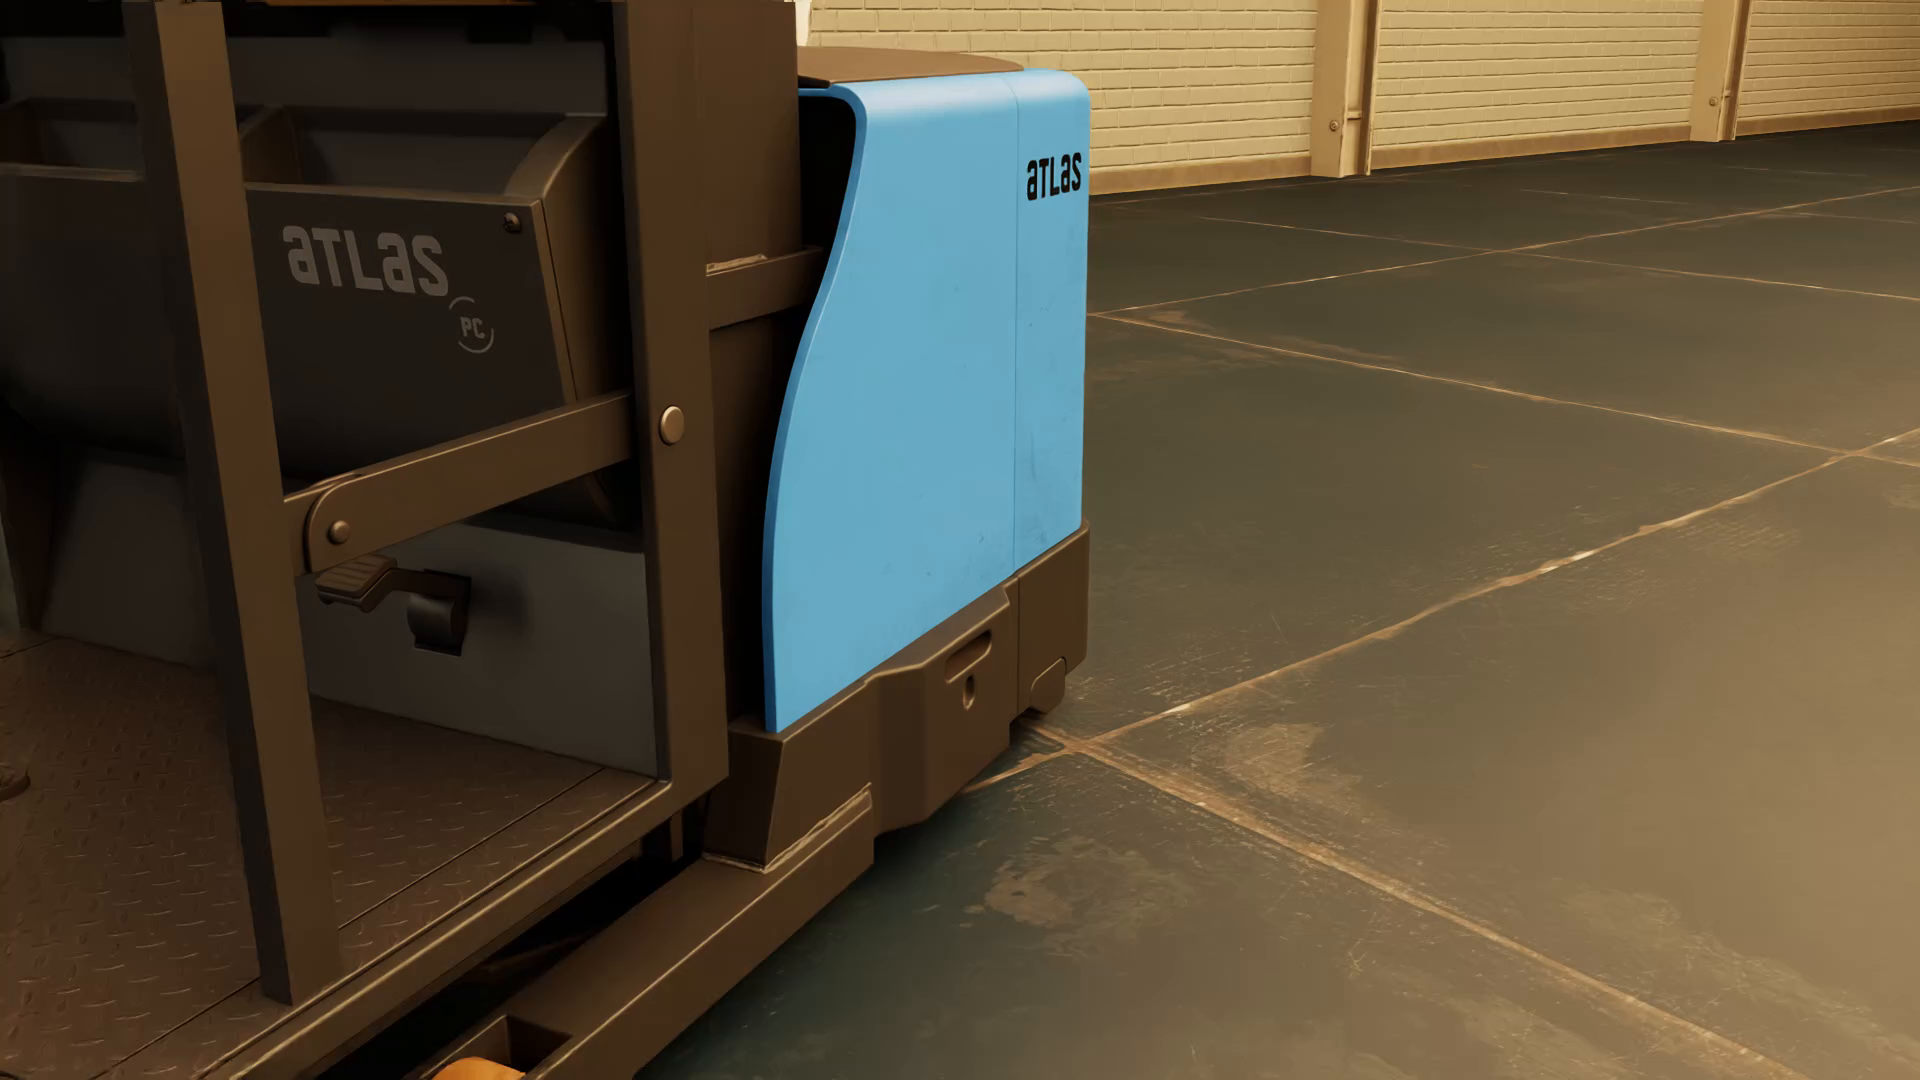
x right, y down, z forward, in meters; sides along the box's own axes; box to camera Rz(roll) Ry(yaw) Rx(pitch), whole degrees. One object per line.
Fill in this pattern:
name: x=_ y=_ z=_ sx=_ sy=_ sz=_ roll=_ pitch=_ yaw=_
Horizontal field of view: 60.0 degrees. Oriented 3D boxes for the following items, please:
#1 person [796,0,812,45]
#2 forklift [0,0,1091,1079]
person: x=-0.621 y=-1.022 z=4.190 sx=0.496 sy=1.699 sz=0.913 roll=5 pitch=18 yaw=14
forklift: x=-0.885 y=-0.810 z=1.529 sx=1.130 sy=2.935 sz=3.031 roll=9 pitch=19 yaw=25
